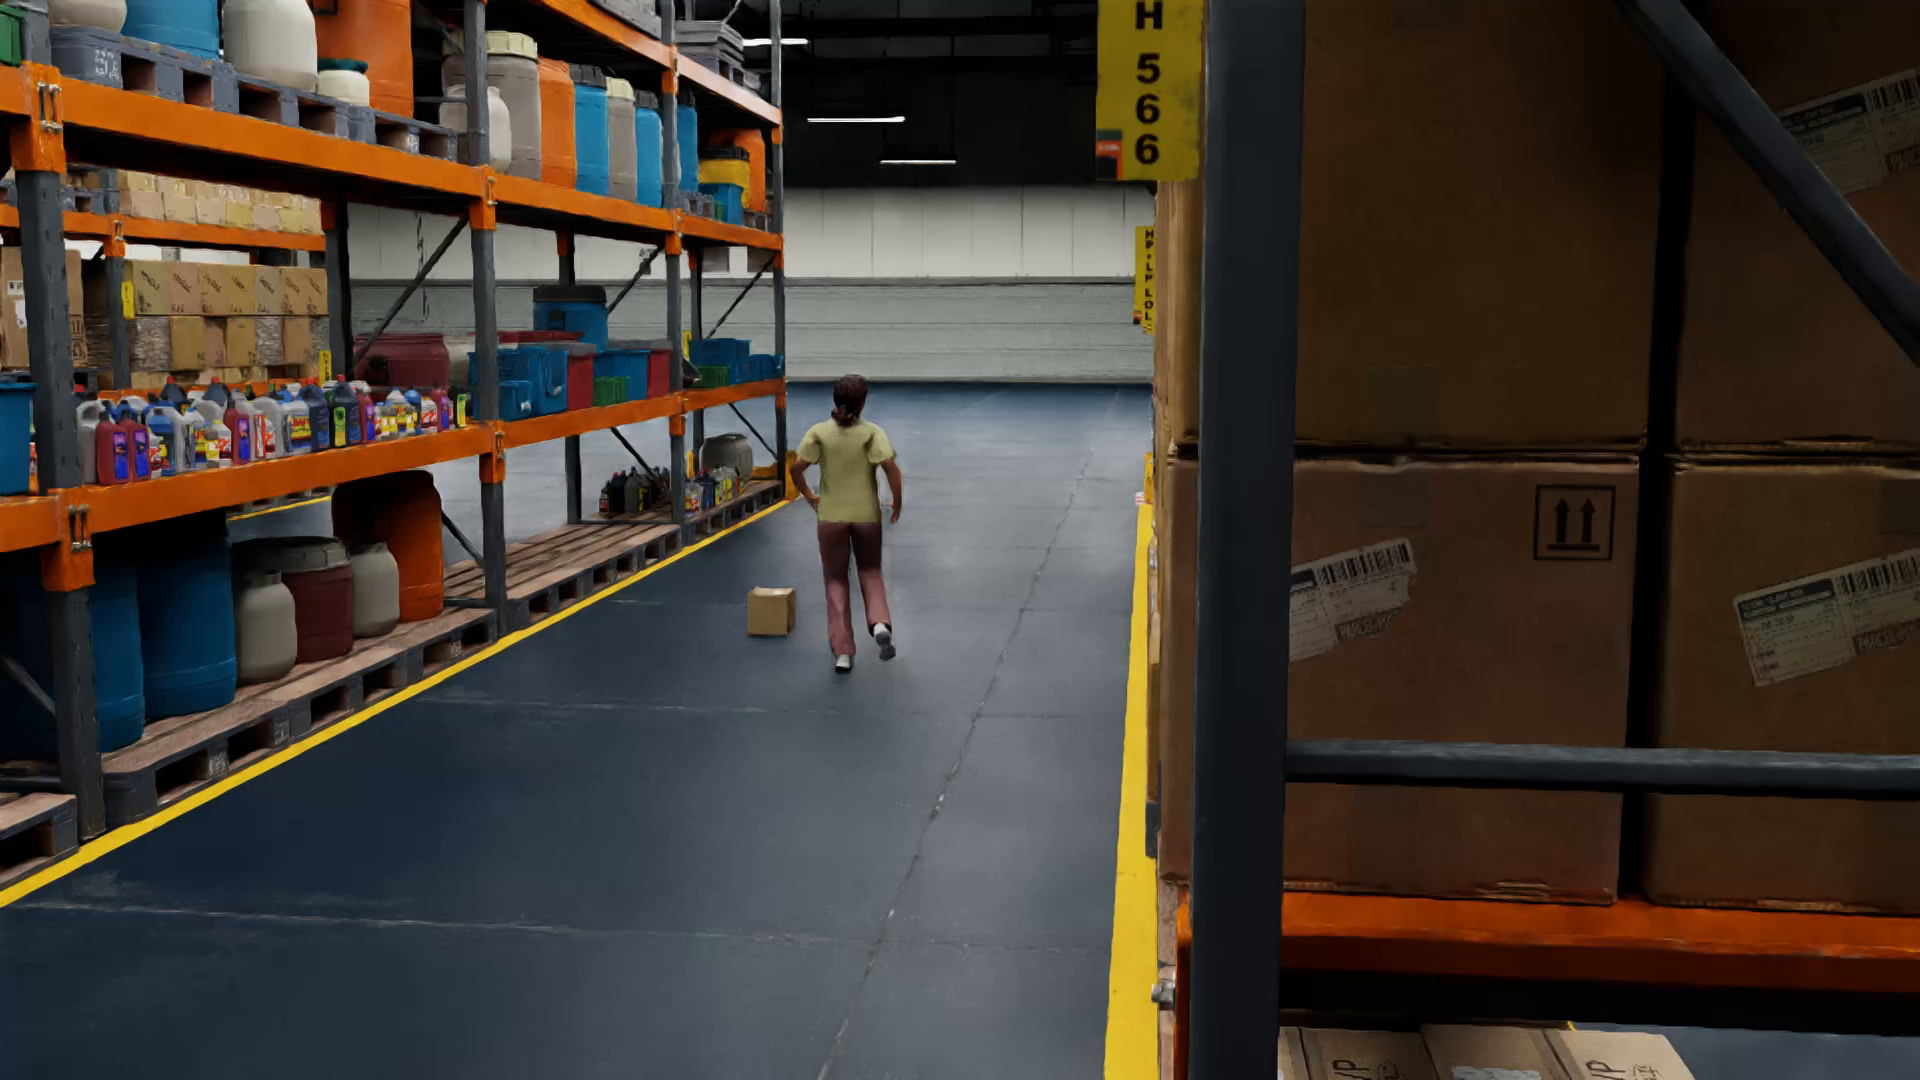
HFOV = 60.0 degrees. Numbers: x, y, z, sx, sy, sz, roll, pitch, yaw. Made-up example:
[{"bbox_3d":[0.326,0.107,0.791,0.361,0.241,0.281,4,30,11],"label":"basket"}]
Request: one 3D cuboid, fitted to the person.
[{"bbox_3d":[-0.631,-0.102,9.204,0.609,1.633,0.436,-1,8,-6],"label":"person"}]
